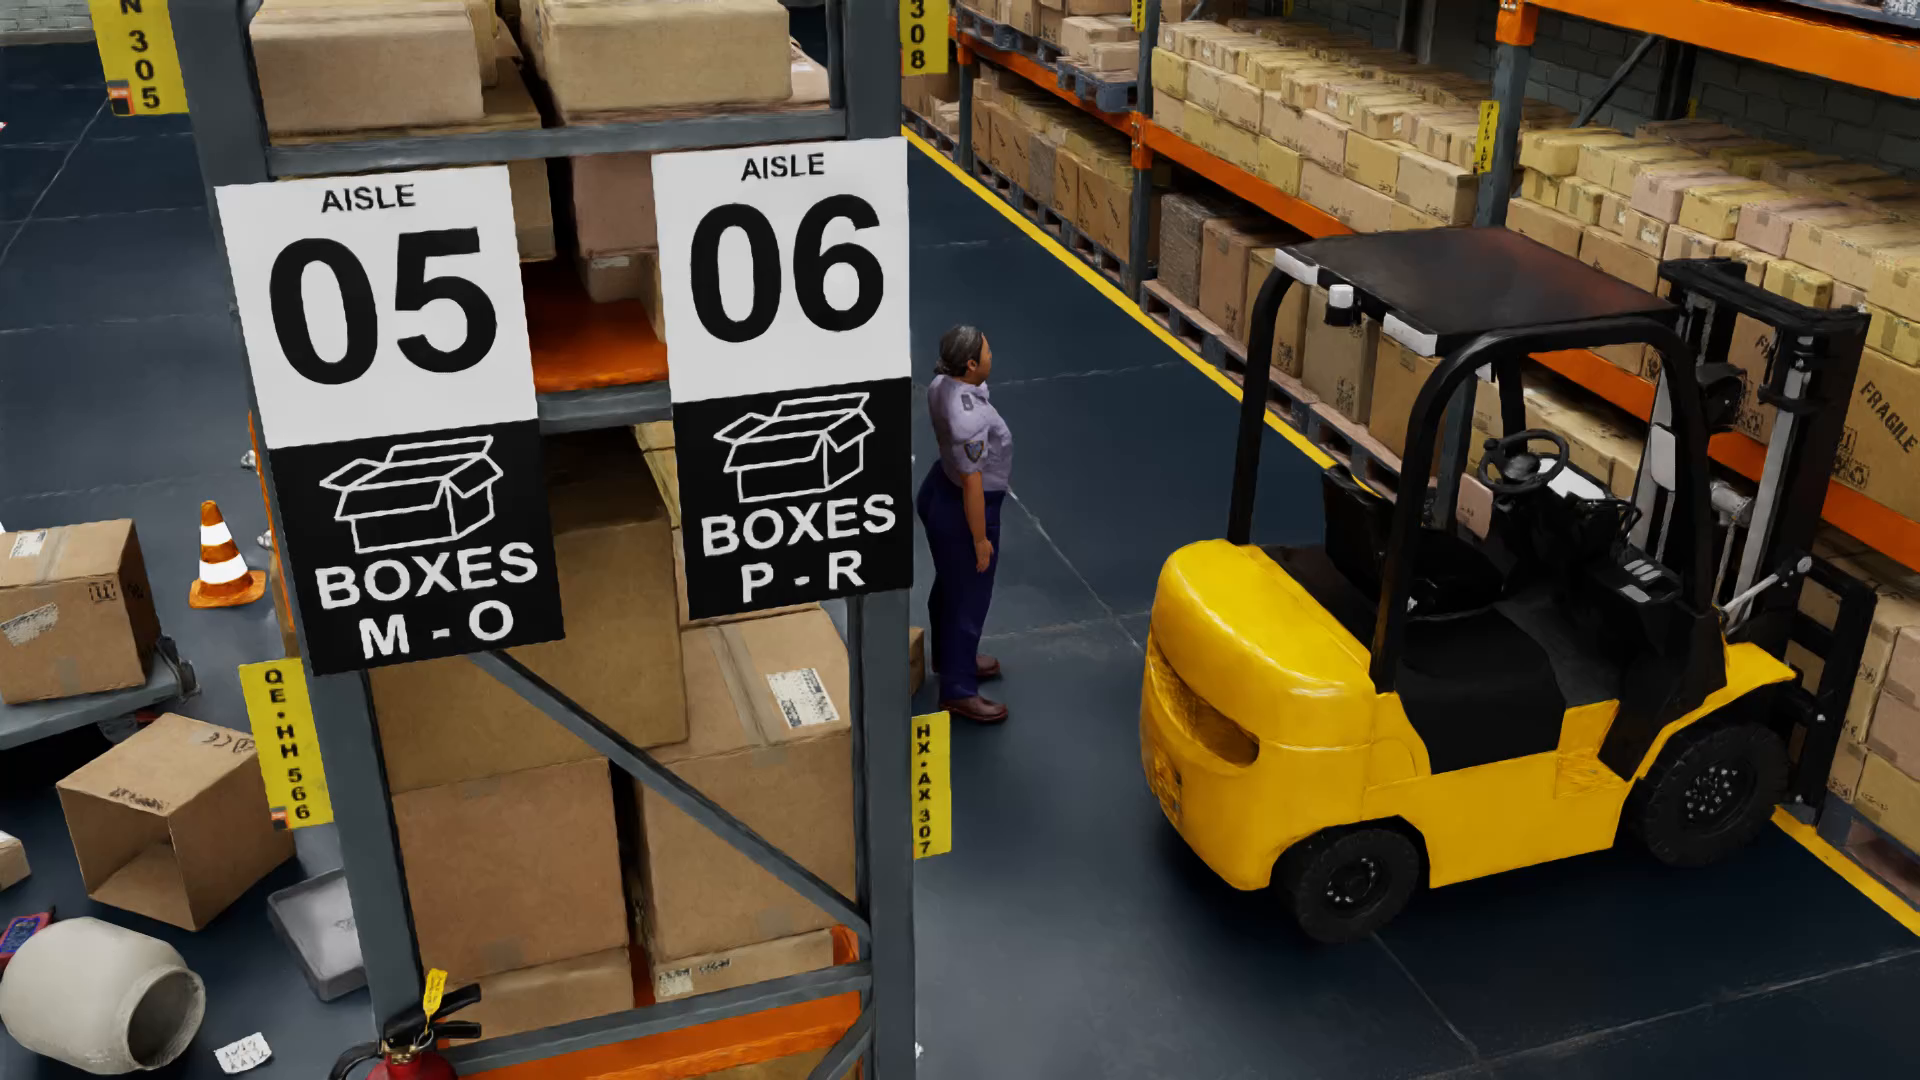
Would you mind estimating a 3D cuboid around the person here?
[{"bbox_3d":[0.029,-0.090,6.774,0.363,1.661,0.532,-7,27,-13],"label":"person"}]
